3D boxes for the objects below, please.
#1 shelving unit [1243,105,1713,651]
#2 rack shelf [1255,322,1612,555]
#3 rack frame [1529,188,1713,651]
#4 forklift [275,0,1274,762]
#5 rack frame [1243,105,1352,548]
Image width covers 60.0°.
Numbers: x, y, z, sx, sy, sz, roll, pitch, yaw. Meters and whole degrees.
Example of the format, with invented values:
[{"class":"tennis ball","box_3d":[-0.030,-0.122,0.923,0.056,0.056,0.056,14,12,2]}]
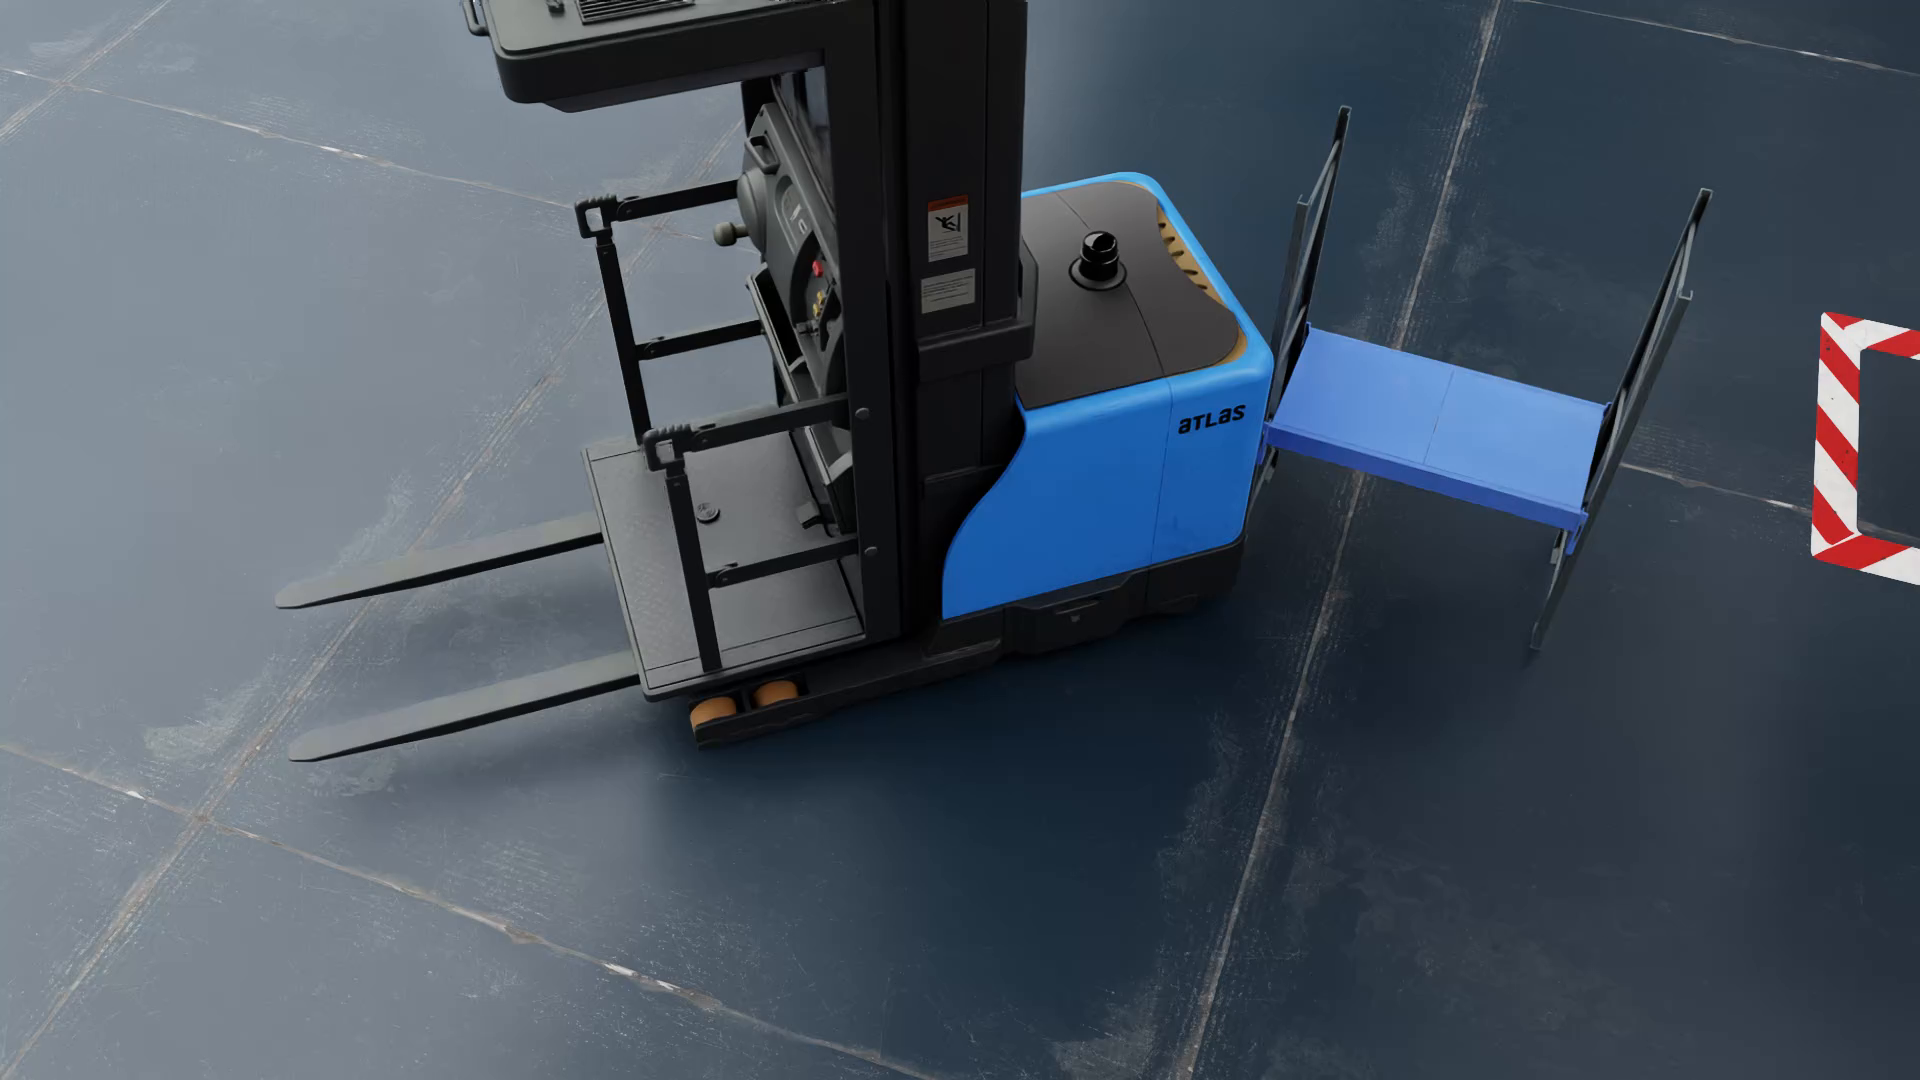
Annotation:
[{"class":"shelving unit","box_3d":[1.505,-0.456,5.153,1.048,1.500,0.538,18,51,15]},{"class":"rack shelf","box_3d":[1.505,-0.338,5.289,1.000,0.185,0.538,18,51,15]},{"class":"rack frame","box_3d":[1.974,-0.308,5.024,0.032,1.500,0.500,18,51,15]},{"class":"forklift","box_3d":[-0.646,-0.767,4.475,3.031,2.935,1.130,-14,51,-12]},{"class":"rack frame","box_3d":[1.036,-0.604,5.281,0.032,1.500,0.500,18,51,15]}]
